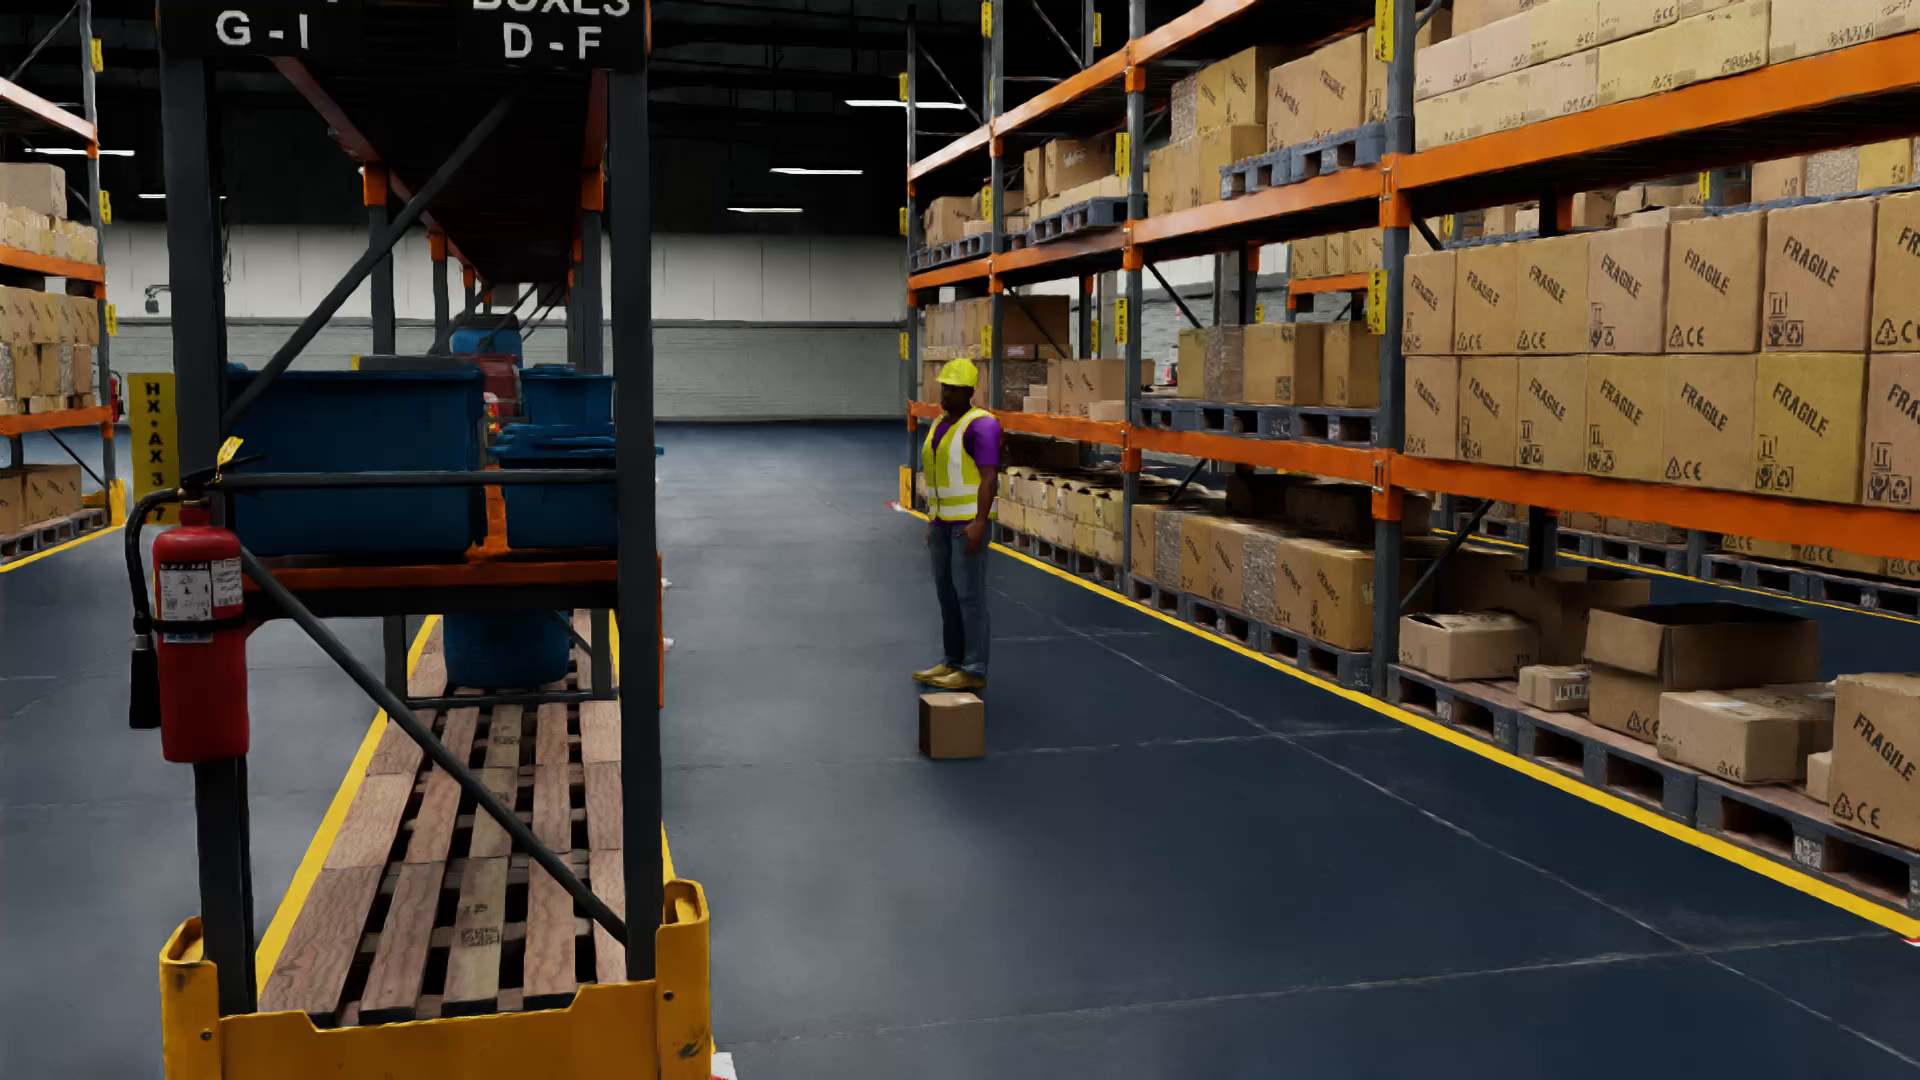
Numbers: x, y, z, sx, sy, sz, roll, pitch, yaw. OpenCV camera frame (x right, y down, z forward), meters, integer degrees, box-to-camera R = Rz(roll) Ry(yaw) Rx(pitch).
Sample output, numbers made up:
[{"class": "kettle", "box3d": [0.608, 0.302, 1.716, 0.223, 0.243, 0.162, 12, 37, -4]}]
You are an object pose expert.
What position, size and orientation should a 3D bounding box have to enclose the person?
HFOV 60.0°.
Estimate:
[{"class": "person", "box3d": [-9.760, -2.879, 1.203, 24.741, 9.000, 3.290, -4, 7, -32]}]
